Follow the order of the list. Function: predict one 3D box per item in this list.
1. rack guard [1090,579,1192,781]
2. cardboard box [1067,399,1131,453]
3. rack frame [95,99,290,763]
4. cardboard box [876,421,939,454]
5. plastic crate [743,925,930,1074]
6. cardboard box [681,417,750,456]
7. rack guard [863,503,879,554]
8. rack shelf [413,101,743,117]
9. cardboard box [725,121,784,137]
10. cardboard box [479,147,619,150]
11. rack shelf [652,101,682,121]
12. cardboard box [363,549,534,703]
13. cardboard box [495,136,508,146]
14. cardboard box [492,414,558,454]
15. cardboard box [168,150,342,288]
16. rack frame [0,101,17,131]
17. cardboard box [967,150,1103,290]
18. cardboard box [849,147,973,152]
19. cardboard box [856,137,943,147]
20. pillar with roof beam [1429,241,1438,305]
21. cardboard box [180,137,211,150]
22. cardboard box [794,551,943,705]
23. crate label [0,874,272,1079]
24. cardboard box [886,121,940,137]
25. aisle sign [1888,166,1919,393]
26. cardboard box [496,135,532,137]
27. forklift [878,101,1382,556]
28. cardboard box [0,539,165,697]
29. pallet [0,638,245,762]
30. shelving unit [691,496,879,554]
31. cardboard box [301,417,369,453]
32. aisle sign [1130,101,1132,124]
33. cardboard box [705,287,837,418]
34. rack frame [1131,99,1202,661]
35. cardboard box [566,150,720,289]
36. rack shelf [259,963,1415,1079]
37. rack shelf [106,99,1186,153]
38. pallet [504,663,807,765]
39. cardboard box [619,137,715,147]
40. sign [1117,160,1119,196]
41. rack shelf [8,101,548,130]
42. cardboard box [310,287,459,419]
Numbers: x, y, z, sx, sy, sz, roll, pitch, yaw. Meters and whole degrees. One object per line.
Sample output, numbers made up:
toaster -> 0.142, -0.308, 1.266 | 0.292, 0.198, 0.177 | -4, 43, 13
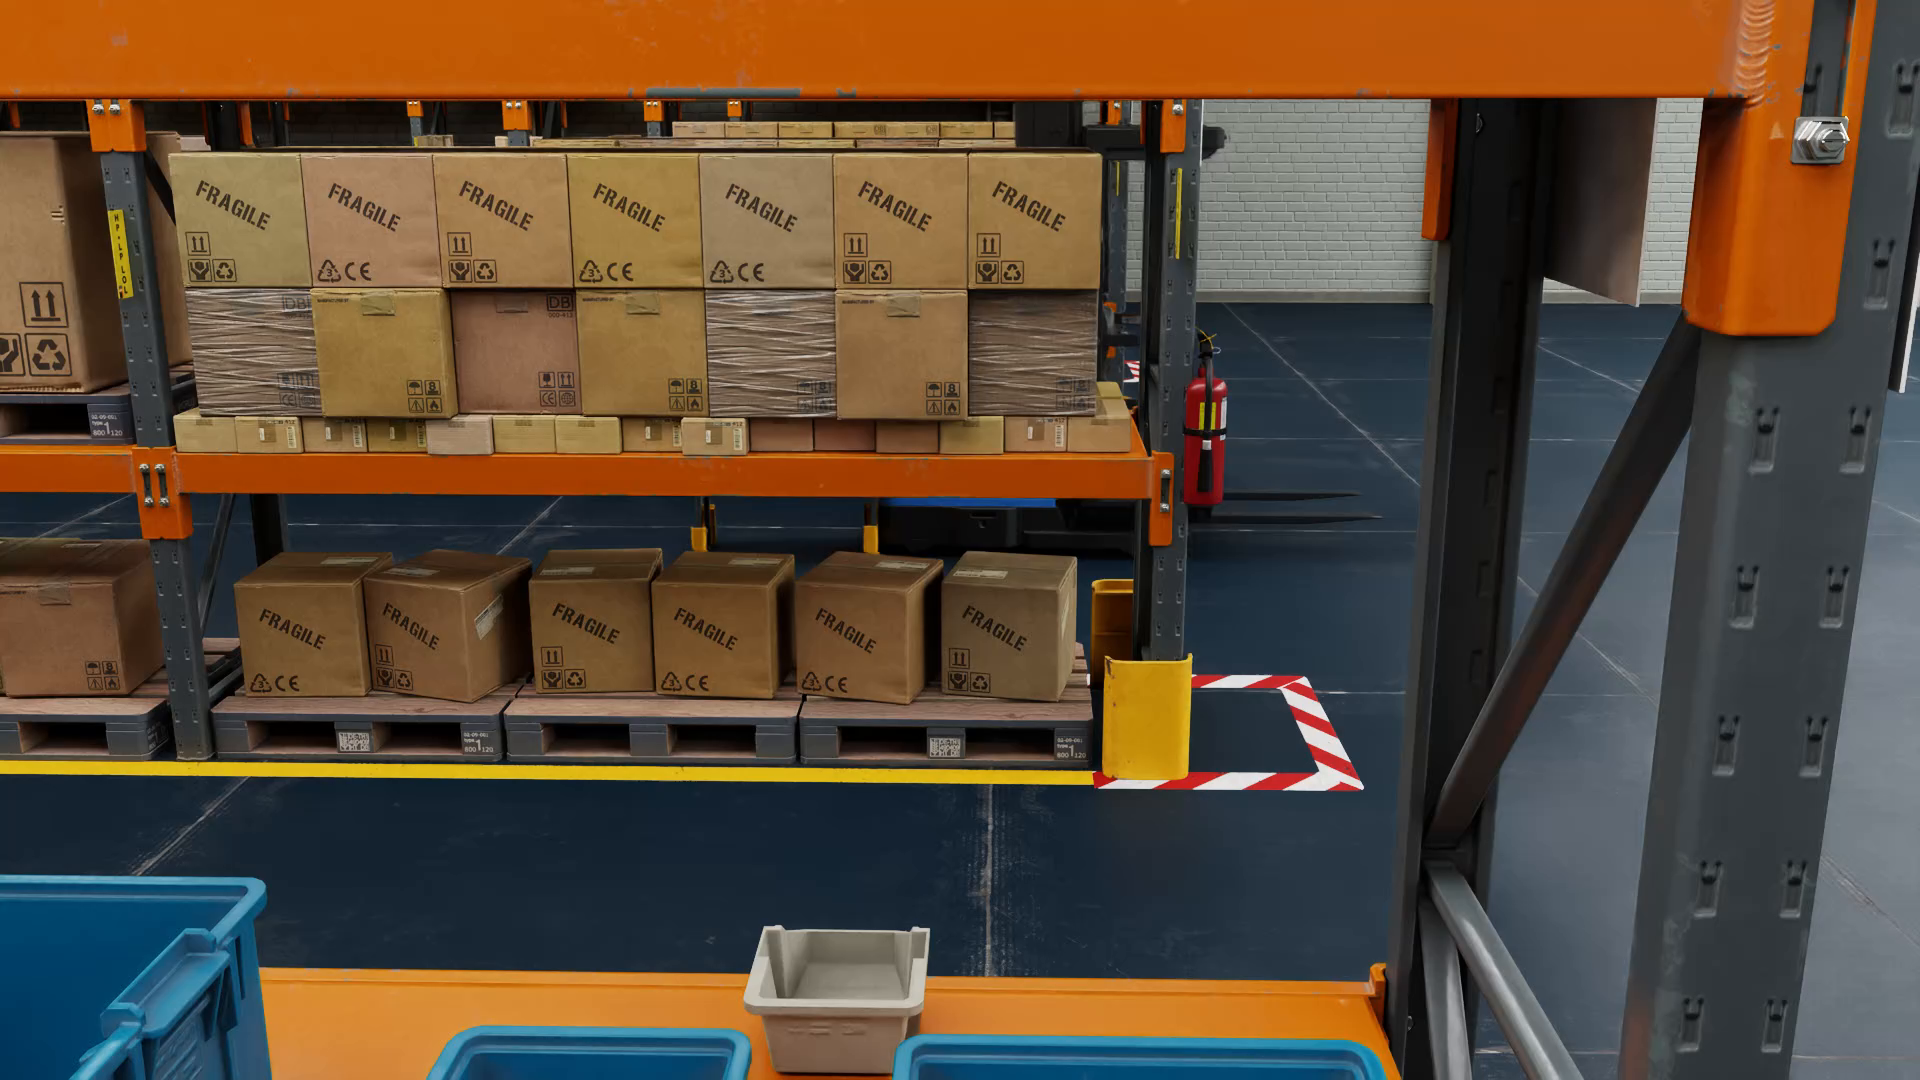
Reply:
rack guard -> 0.765, 0.574, 7.184 | 0.348, 0.500, 1.175 | 0, 15, 1
cardboard box -> 0.550, -0.462, 6.703 | 0.250, 0.149, 0.380 | 0, 15, 1
rack frame -> -3.158, -0.660, 6.962 | 0.127, 3.000, 1.000 | 0, 15, 1
cardboard box -> -0.200, -0.458, 6.687 | 0.250, 0.149, 0.380 | 0, 15, 1
plastic crate -> -0.172, 0.669, 2.443 | 0.250, 0.136, 0.298 | 0, 15, 1
cardboard box -> -0.952, -0.445, 6.639 | 0.250, 0.149, 0.380 | 0, 15, 1
rack guard -> -0.534, -0.033, 9.975 | 0.087, 0.250, 0.587 | -1, 15, -2
rack shelf -> -4.781, -5.569, 21.098 | 4.000, 0.370, 1.077 | 0, 15, 1
cardboard box -> -1.961, -3.796, 16.109 | 0.500, 0.500, 0.700 | 0, 15, 2
cardboard box -> -1.702, -1.397, 7.015 | 0.500, 0.500, 0.500 | 0, 15, 1
rack shelf -> -0.906, -4.277, 16.201 | 4.000, 0.370, 1.077 | 0, 15, 1
cardboard box -> -2.186, 0.360, 7.172 | 0.500, 0.500, 0.500 | 5, 16, 19
cardboard box -> -4.336, -3.839, 16.136 | 0.250, 0.149, 0.380 | 0, 15, -1
cardboard box -> -1.701, -0.459, 6.691 | 0.250, 0.149, 0.380 | 0, 15, 1
cardboard box -> -2.715, -1.268, 6.527 | 0.500, 0.500, 0.500 | 0, 15, 1
rack frame -> -6.929, -1.950, 11.853 | 0.127, 3.000, 1.000 | 0, 15, 1
cardboard box -> 0.284, -1.250, 6.460 | 0.500, 0.500, 0.500 | 0, 15, 1
cardboard box -> -0.202, -1.388, 6.981 | 0.500, 0.500, 0.500 | 0, 15, 1
cardboard box -> -0.410, -2.524, 11.615 | 0.550, 0.550, 0.875 | 0, 15, 1
pillar with roof beam -> 6.432, -6.425, 17.054 | 0.400, 9.000, 9.100 | 0, 15, 1
cardboard box -> -7.427, -3.682, 16.260 | 0.500, 0.500, 0.500 | 0, 15, 0
cardboard box -> -0.382, 0.368, 7.142 | 0.500, 0.500, 0.500 | 4, 15, 16
crate label -> -1.133, 0.669, 1.856 | 0.616, 0.435, 0.502 | 0, 15, 1
cardboard box -> -0.441, -3.767, 15.999 | 0.500, 0.500, 0.700 | 0, 15, 1
aisle sign -> 0.778, -0.552, 1.455 | 0.004, 0.787, 0.394 | 0, 15, 1
cardboard box -> -4.455, -3.970, 16.635 | 0.250, 0.149, 0.380 | 1, 15, 5
forklift -> 1.035, -1.437, 10.042 | 3.031, 2.935, 1.130 | 1, 15, 2
cardboard box -> -3.771, 0.326, 7.261 | 0.500, 0.500, 0.700 | -1, 15, -3
pallet -> -3.936, 0.683, 7.336 | 1.213, 0.211, 1.003 | 0, 15, 1
shelving unit -> -1.031, -0.632, 9.794 | 1.083, 1.500, 0.587 | -1, 15, -2
cardboard box -> -2.451, -0.461, 6.700 | 0.250, 0.149, 0.380 | 0, 15, 1
aisle sign -> 1.132, -3.078, 11.032 | 0.004, 0.787, 0.394 | 0, 15, 1
cardboard box -> -0.710, -0.824, 6.803 | 0.500, 0.500, 0.875 | 0, 15, 1
rack frame -> 0.841, -0.634, 6.864 | 0.127, 3.000, 1.000 | 0, 15, 1
cardboard box -> -1.215, -1.261, 6.502 | 0.500, 0.500, 0.500 | 0, 15, 1
rack shelf -> -1.285, 0.964, 2.217 | 4.000, 0.370, 1.077 | 0, 15, 1
rack shelf -> -1.159, -1.750, 6.622 | 4.000, 0.370, 1.077 | 0, 15, 1
pallet -> -1.263, 0.691, 7.308 | 1.213, 0.211, 1.003 | 0, 15, 1
cardboard box -> -2.010, -2.534, 11.654 | 0.550, 0.550, 0.875 | 0, 15, 1
sign -> 1.041, -2.434, 10.953 | 0.005, 0.325, 0.100 | 0, 15, 1
rack shelf -> -4.930, -3.040, 11.513 | 4.000, 0.370, 1.077 | 0, 15, 1
cardboard box -> -2.211, -0.821, 6.794 | 0.500, 0.500, 0.875 | 0, 15, 1
